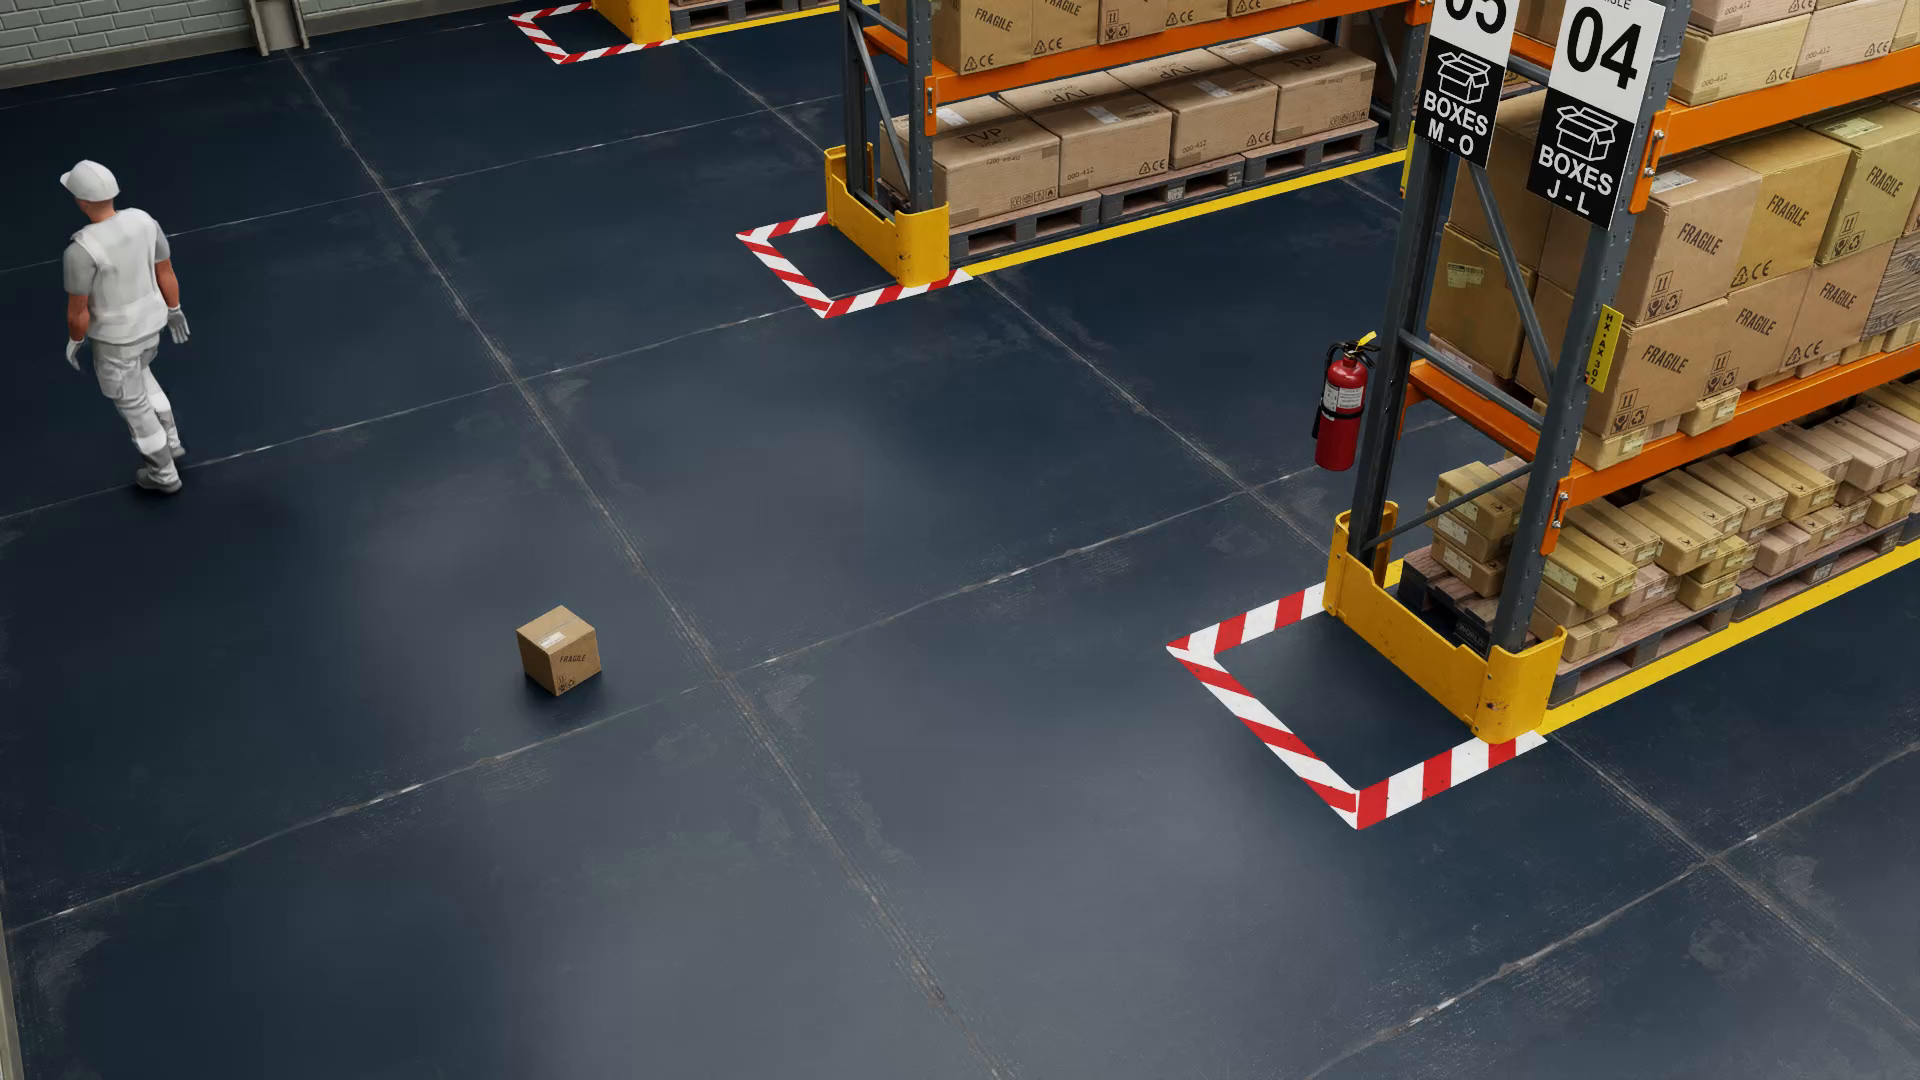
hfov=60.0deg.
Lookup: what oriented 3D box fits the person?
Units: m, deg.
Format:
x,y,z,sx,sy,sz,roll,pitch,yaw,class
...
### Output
x,y,z,sx,sy,sz,roll,pitch,yaw,class
-4.198,-1.045,8.322,0.496,1.822,0.570,15,39,19,person
